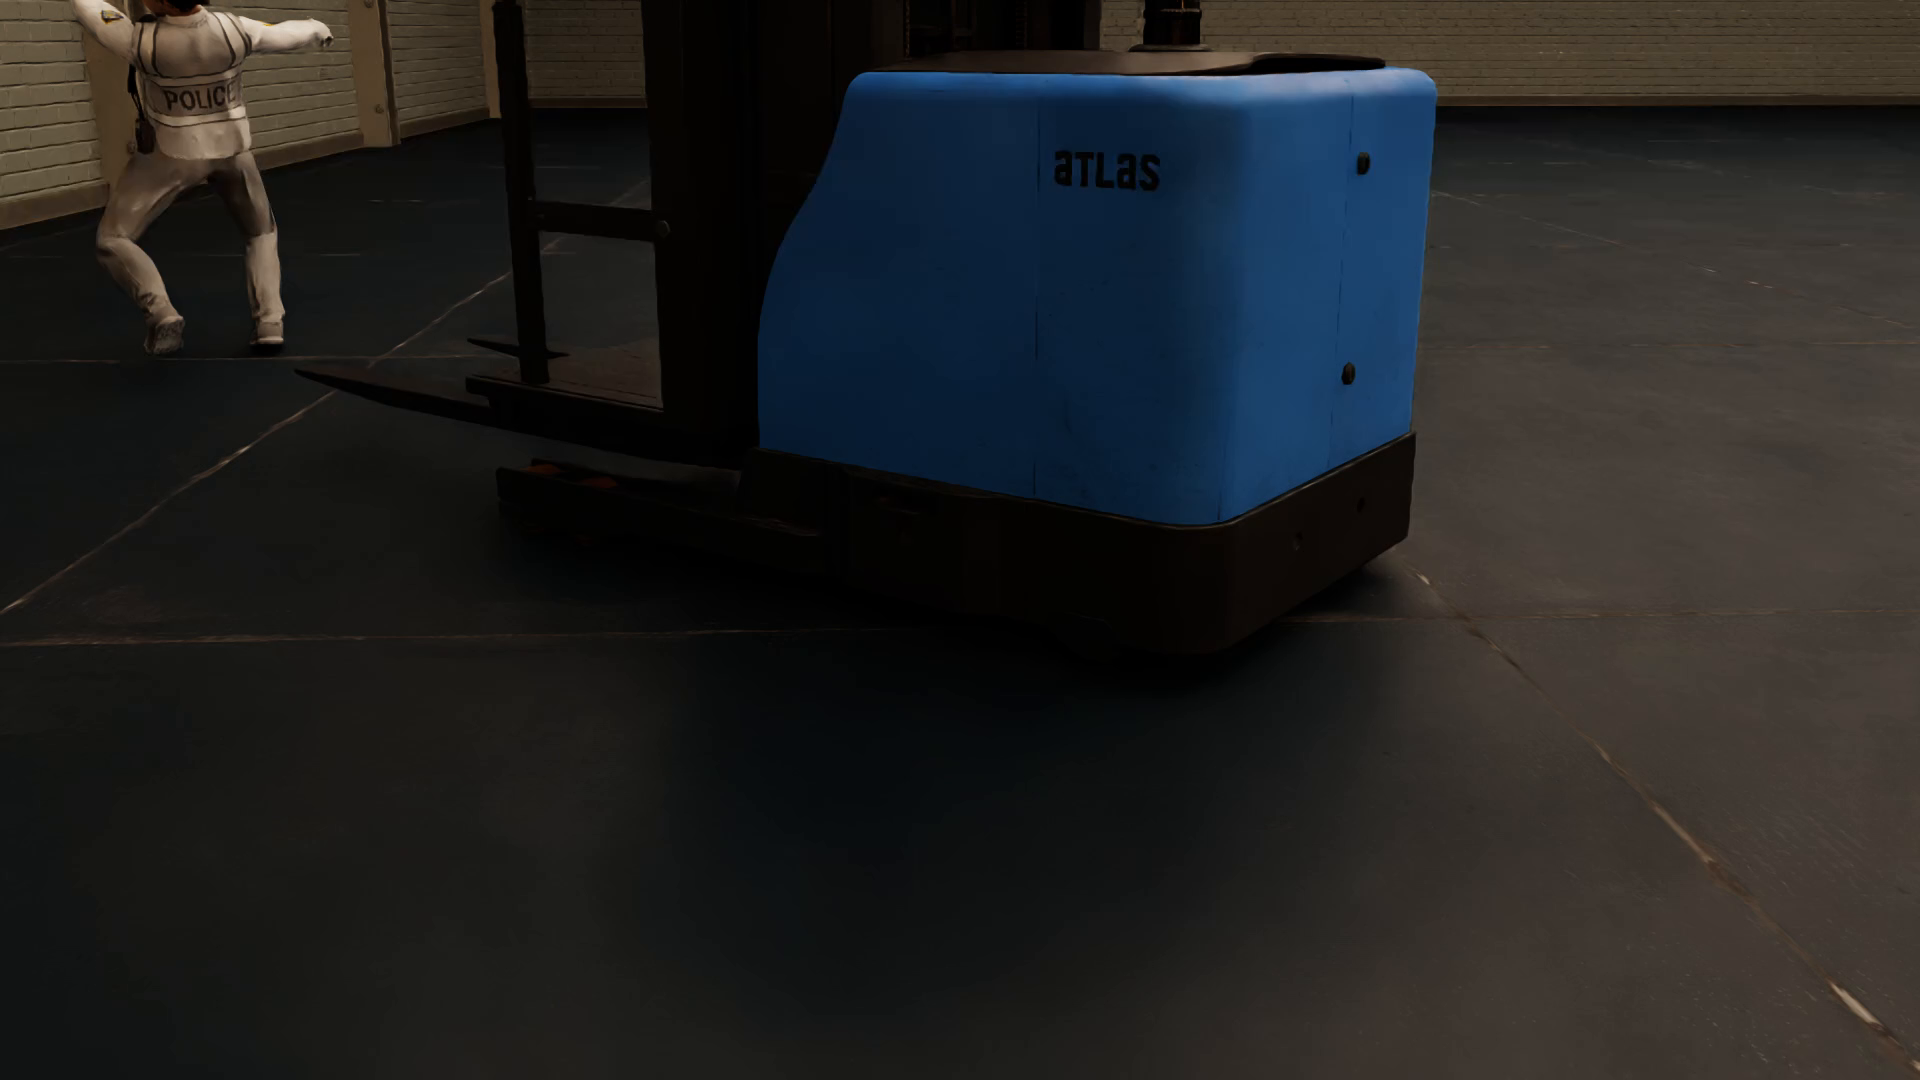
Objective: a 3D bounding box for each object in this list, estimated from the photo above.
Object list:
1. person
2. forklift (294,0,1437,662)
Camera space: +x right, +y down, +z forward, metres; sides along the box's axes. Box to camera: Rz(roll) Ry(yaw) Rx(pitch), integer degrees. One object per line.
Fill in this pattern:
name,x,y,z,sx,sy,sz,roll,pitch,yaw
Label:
person,-2.602,-1.420,6.000,0.736,1.482,1.003,14,22,38
forklift,-0.487,-1.496,3.798,3.031,2.935,1.130,12,21,34
